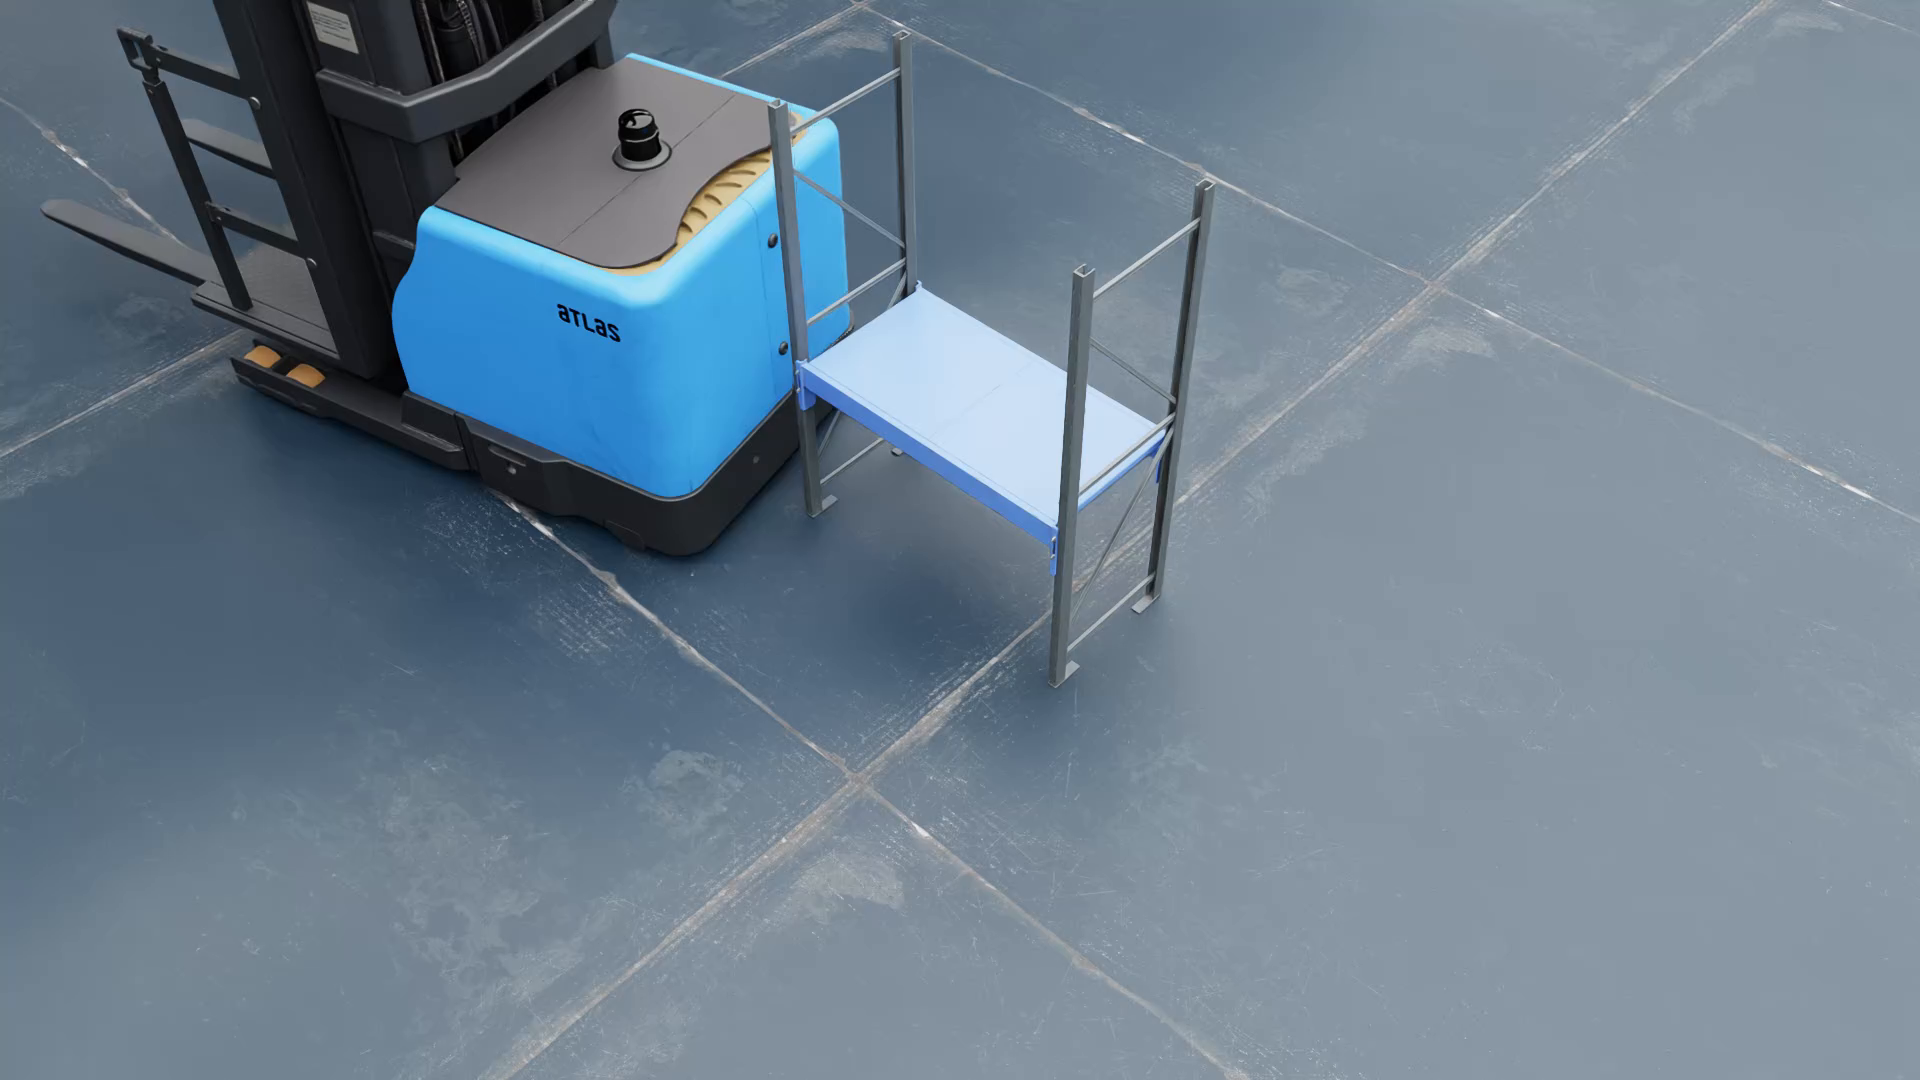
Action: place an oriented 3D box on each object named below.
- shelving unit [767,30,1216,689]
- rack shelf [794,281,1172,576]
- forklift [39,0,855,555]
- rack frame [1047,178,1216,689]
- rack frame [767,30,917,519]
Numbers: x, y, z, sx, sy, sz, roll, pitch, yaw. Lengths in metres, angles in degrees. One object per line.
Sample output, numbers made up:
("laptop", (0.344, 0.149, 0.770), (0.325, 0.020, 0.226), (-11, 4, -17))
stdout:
("shelving unit", (0.063, -0.471, 4.664), (1.048, 1.500, 0.538), (34, 55, 28))
("rack shelf", (0.063, -0.348, 4.795), (1.000, 0.185, 0.538), (34, 55, 28))
("forklift", (-1.889, -1.747, 4.880), (3.031, 2.935, 1.130), (22, 51, 19))
("rack frame", (0.436, -0.220, 4.428), (0.032, 1.500, 0.500), (34, 55, 28))
("rack frame", (-0.311, -0.723, 4.900), (0.032, 1.500, 0.500), (34, 55, 28))
